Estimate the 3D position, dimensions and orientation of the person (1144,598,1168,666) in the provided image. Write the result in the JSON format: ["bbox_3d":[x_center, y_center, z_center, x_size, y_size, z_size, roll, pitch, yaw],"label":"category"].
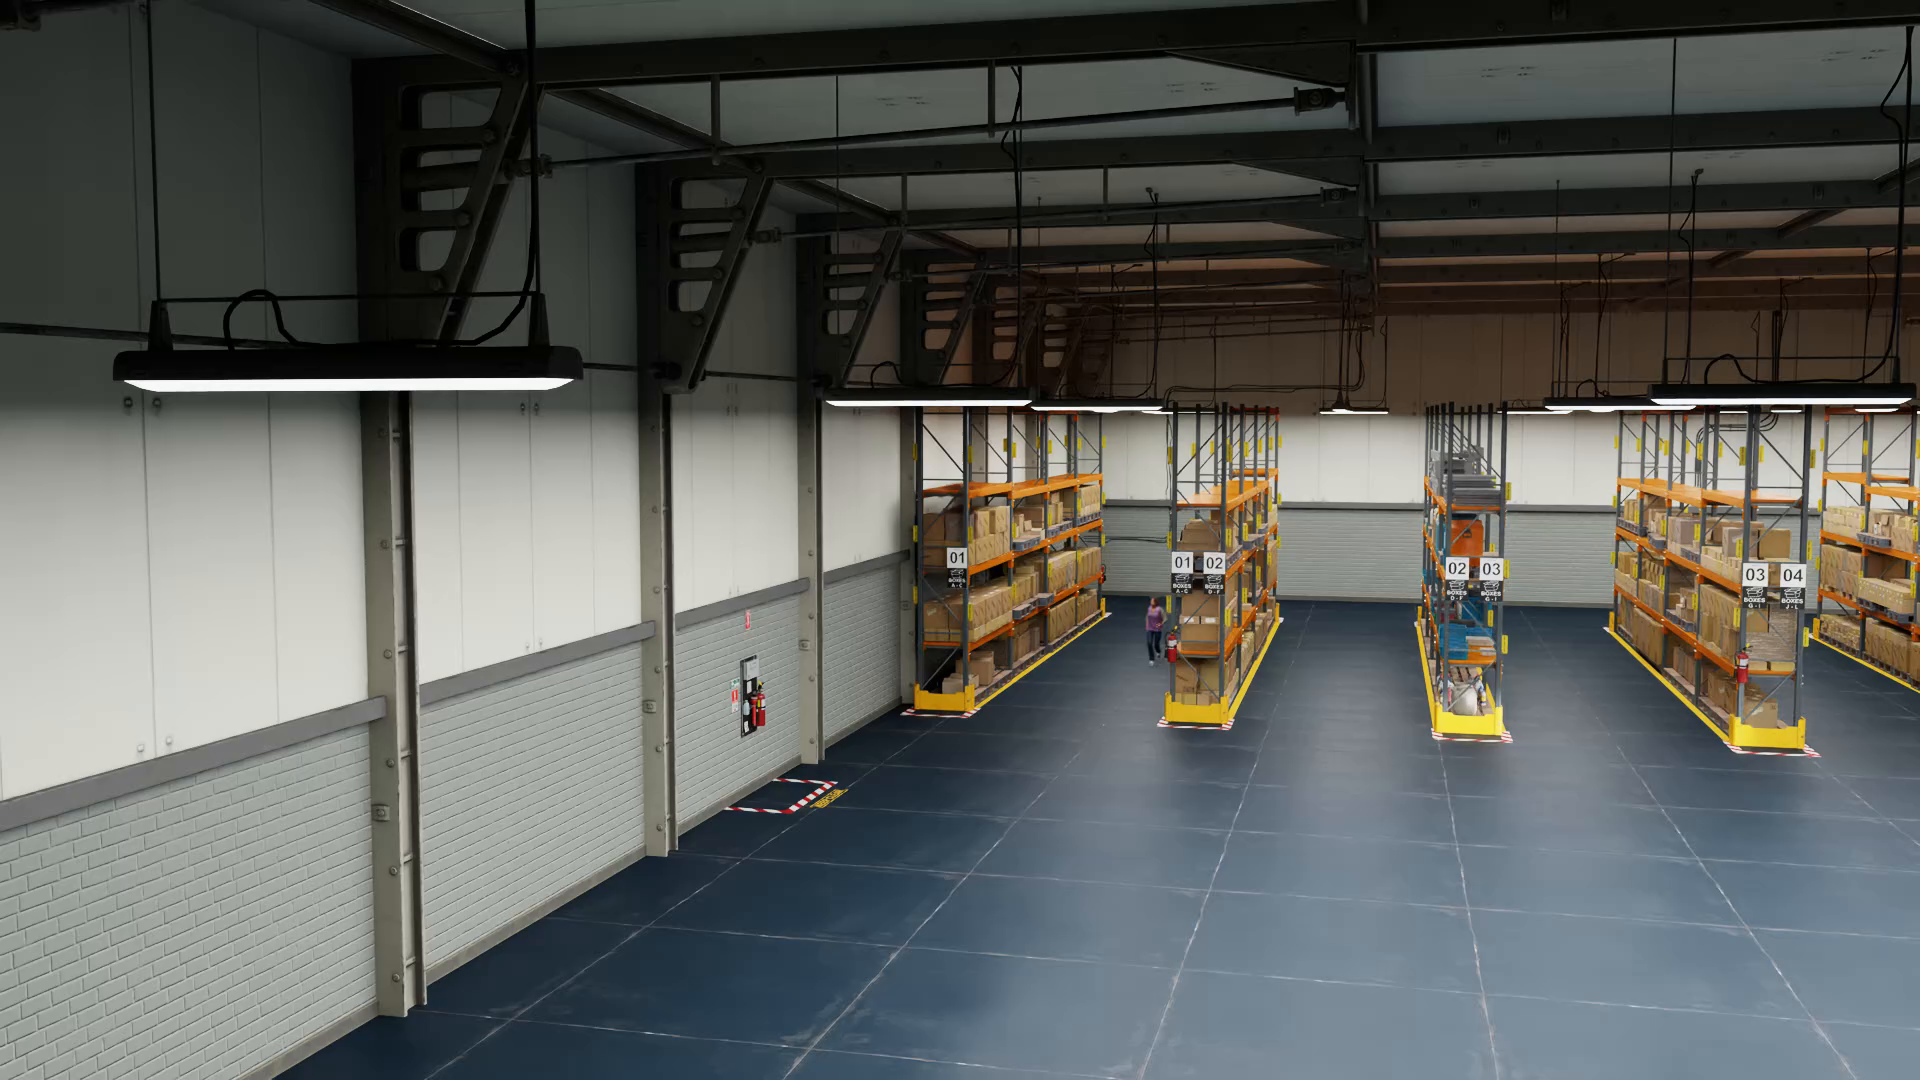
[{"bbox_3d":[4.529,2.126,38.505,0.561,1.564,0.510,1,4,16],"label":"person"}]

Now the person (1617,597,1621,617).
[{"bbox_3d":[18.643,1.472,46.379,1.013,1.615,0.468,-3,5,-38],"label":"person"}]

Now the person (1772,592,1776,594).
[{"bbox_3d":[19.387,1.939,39.825,0.424,1.689,0.521,0,4,-4],"label":"person"}]
